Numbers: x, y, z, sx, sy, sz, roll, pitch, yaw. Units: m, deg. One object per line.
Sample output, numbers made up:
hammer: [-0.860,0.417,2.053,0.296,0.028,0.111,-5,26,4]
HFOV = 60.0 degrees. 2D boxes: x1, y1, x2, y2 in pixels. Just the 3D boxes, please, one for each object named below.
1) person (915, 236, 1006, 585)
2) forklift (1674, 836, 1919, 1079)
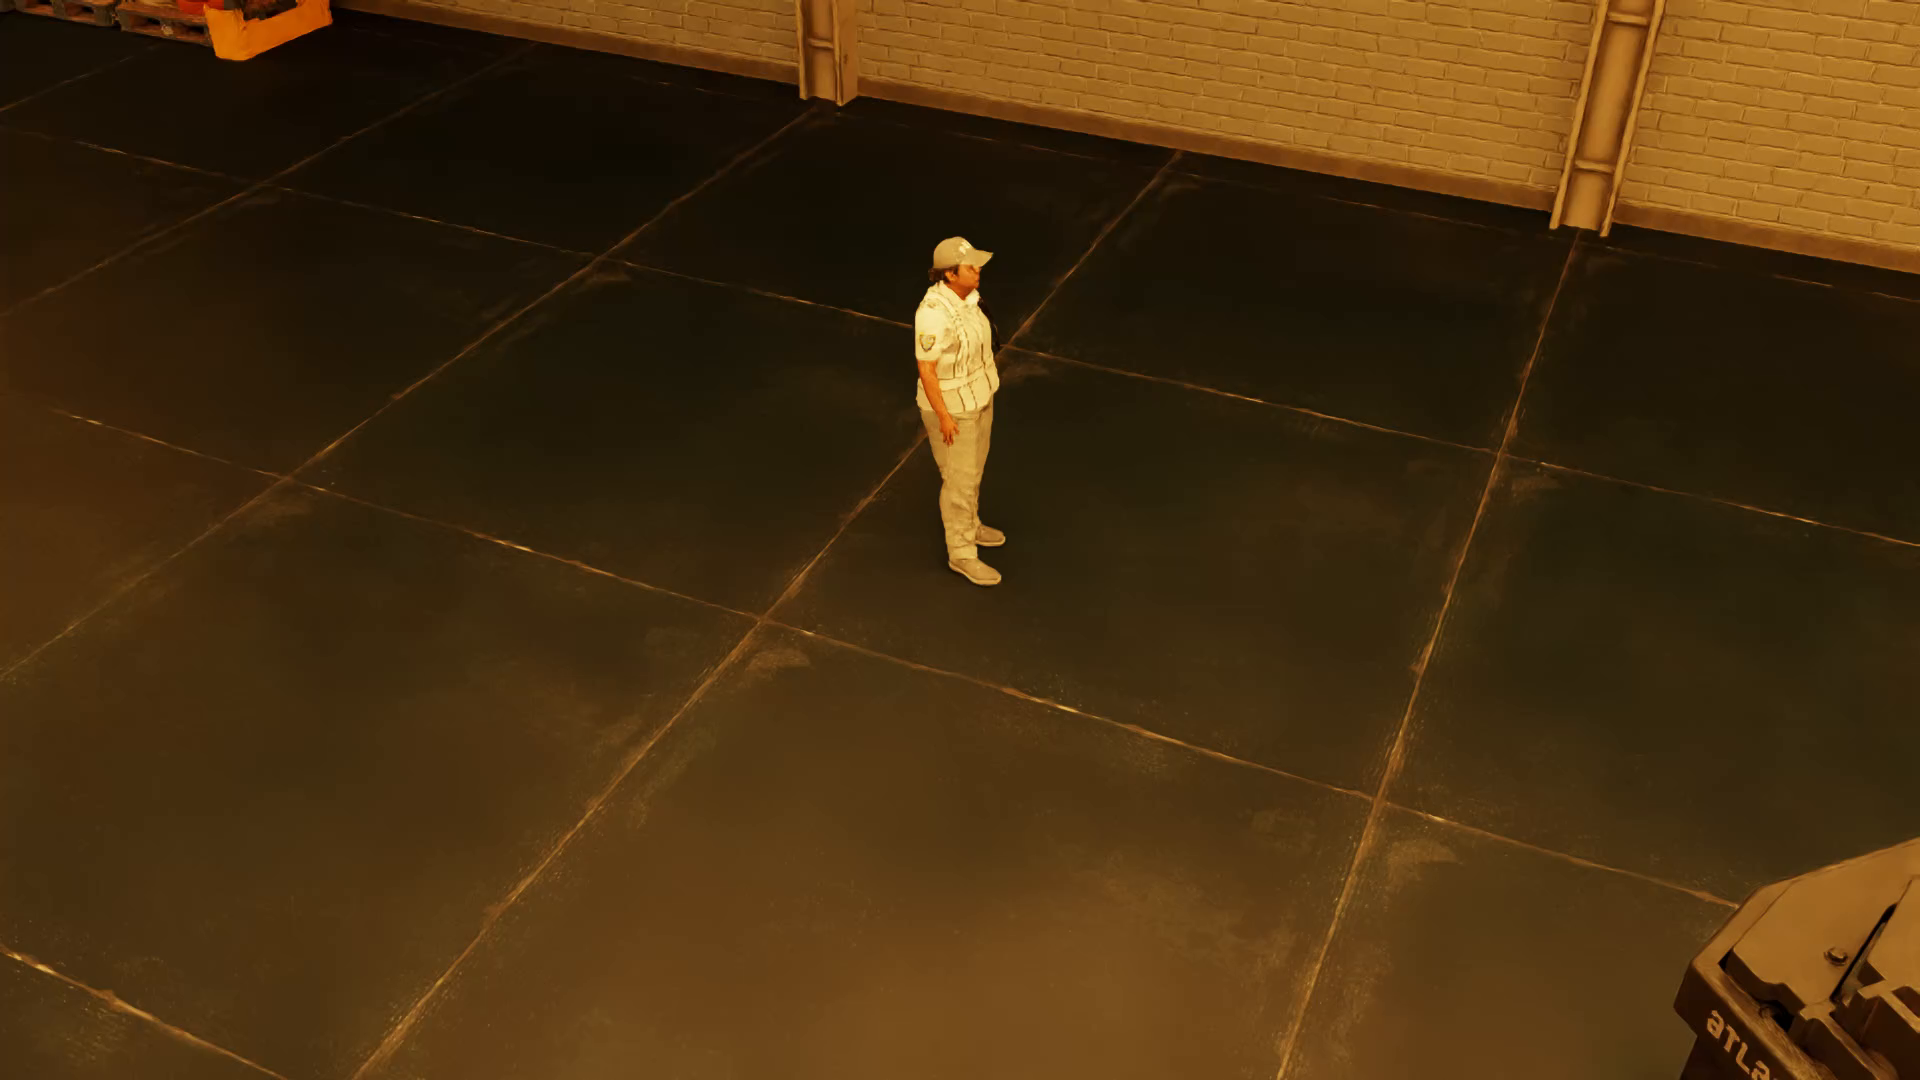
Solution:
person: [0.060,-0.654,8.080,0.529,1.669,0.598,15,38,20]
forklift: [1.916,2.096,3.148,1.130,2.935,3.031,-12,37,-16]
